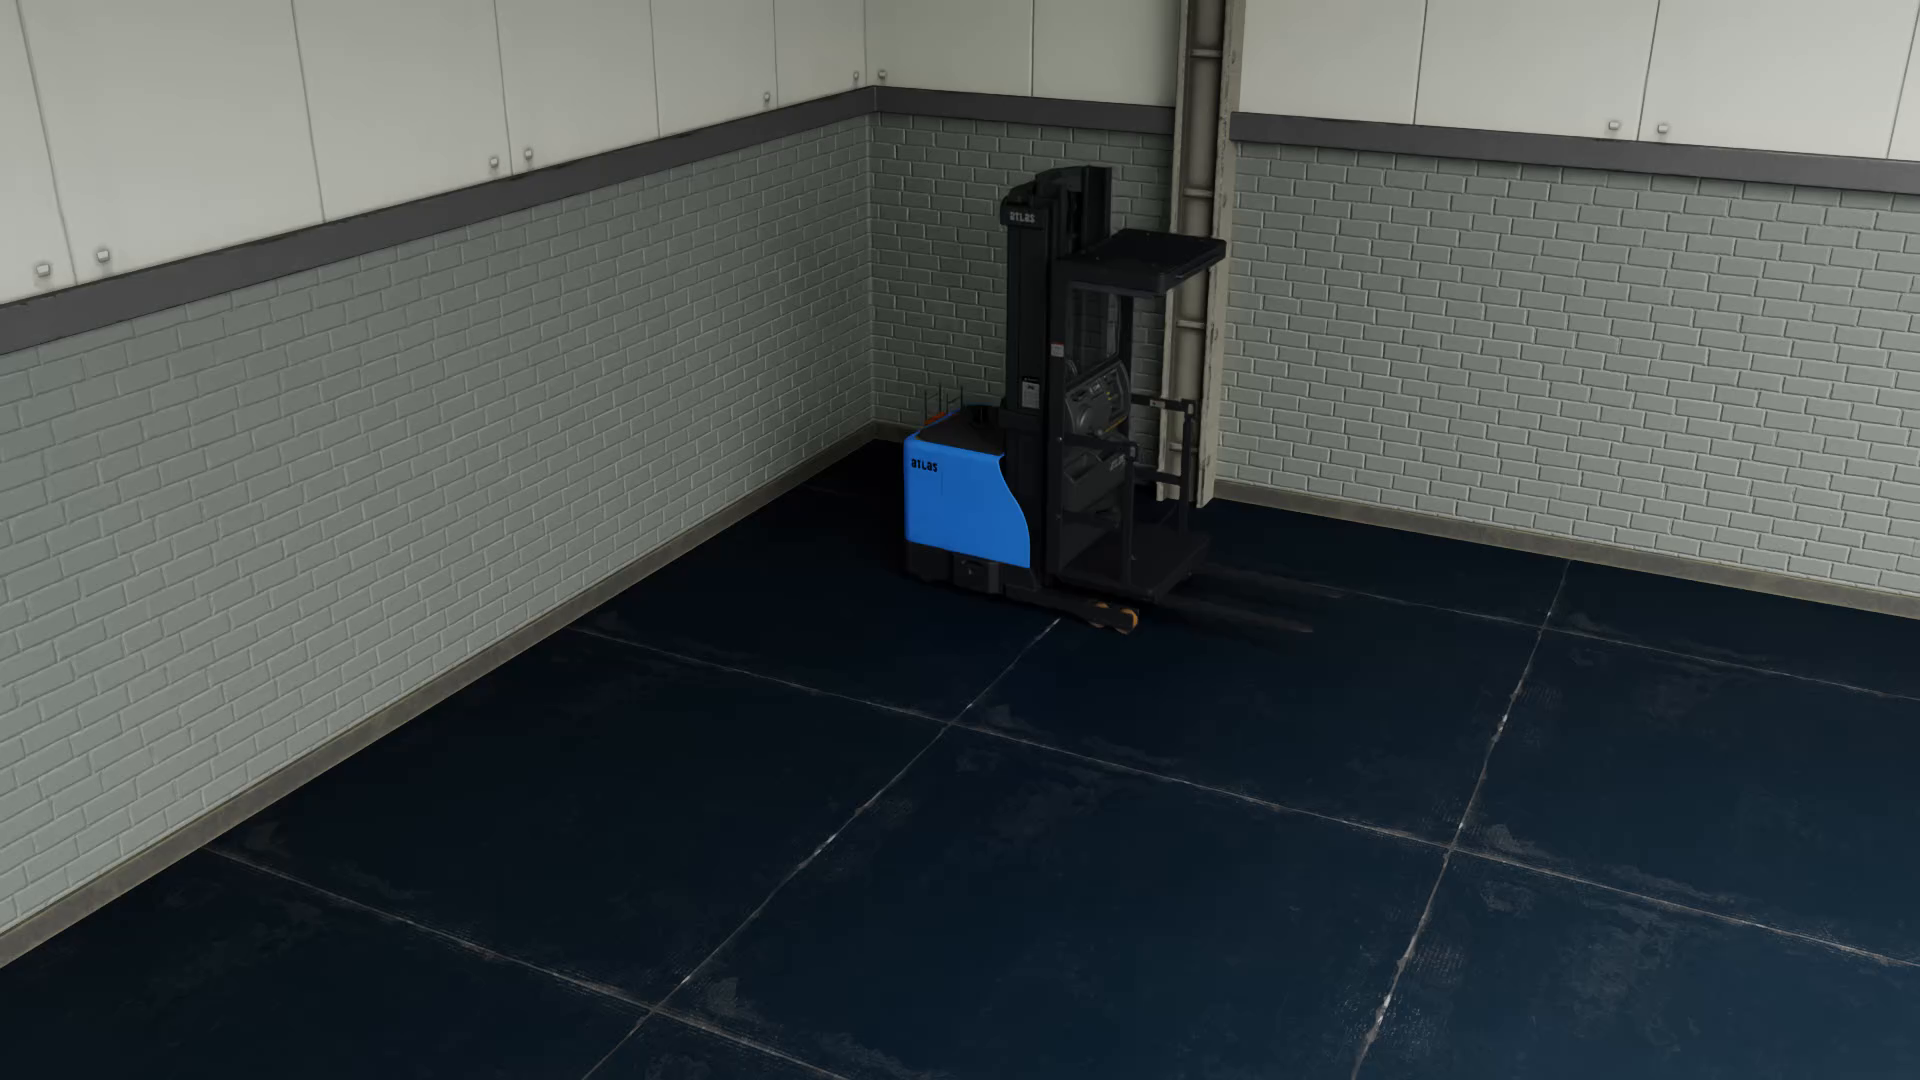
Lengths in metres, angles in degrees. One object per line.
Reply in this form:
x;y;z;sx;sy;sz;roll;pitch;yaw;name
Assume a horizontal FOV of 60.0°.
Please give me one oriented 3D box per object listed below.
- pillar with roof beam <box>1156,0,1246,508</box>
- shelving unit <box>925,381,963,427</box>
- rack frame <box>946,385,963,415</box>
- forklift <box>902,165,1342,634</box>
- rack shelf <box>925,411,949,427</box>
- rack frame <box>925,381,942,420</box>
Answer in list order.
-0.108;-2.981;8.261;0.400;9.000;9.100;11;25;25;pillar with roof beam
-0.121;-0.581;12.582;0.189;1.200;0.258;12;26;27;shelving unit
-0.042;-0.563;12.541;0.006;1.200;0.240;12;26;27;rack frame
1.121;-0.953;11.246;3.031;2.935;1.130;12;26;27;forklift
-0.121;-0.871;12.459;0.180;0.103;0.258;12;26;27;rack shelf
-0.201;-0.598;12.624;0.006;1.200;0.240;12;26;27;rack frame
